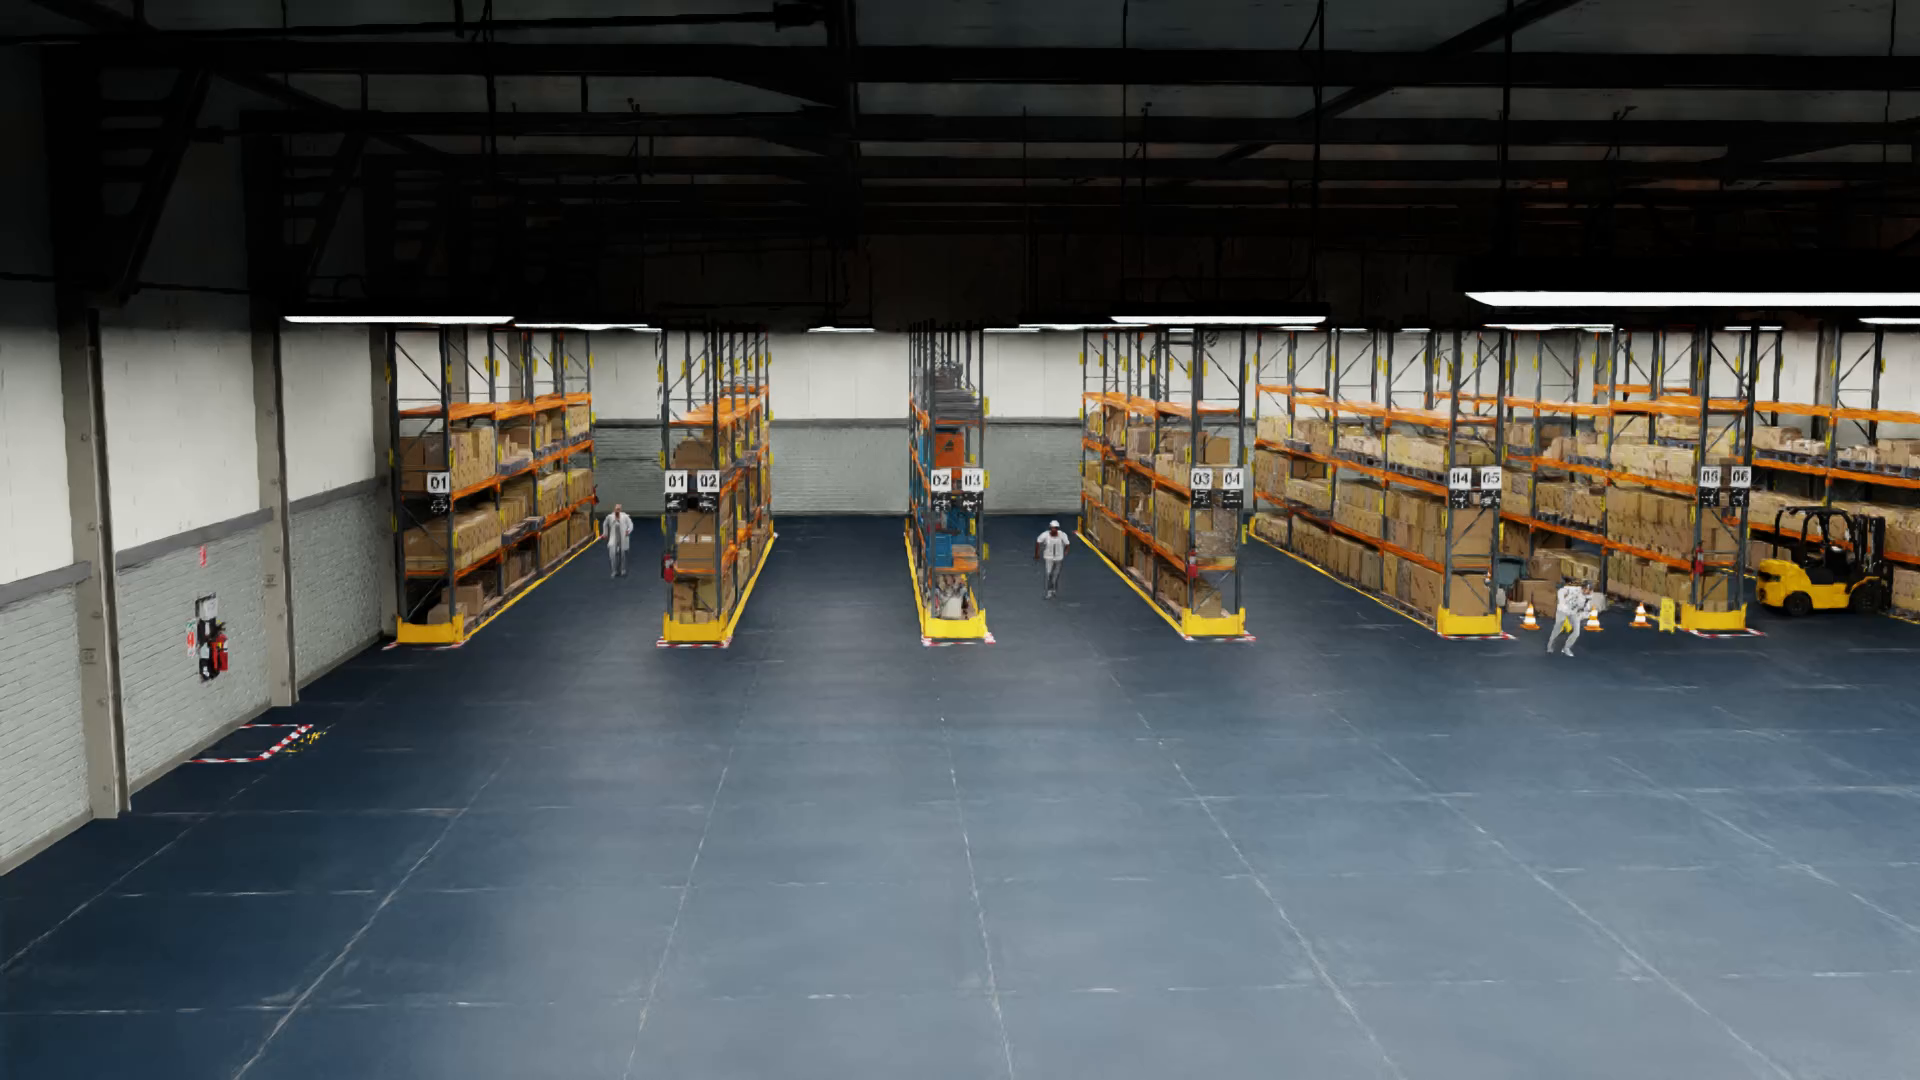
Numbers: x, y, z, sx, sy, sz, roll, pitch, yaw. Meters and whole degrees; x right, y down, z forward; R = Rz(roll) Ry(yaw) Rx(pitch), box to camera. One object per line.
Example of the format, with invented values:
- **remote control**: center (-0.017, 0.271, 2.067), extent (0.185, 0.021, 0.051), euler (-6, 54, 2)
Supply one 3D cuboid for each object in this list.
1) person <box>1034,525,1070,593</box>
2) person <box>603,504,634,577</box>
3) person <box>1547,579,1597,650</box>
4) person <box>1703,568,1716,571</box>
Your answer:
- **person**: center (2.032, 0.374, 36.382), extent (0.743, 1.602, 0.834), euler (-1, 7, -8)
- **person**: center (-8.147, -0.020, 39.608), extent (0.727, 1.721, 0.871), euler (-1, 7, -8)
- **person**: center (11.014, 1.324, 29.846), extent (0.605, 1.343, 0.898), euler (-1, 7, -10)
- **person**: center (16.179, 0.406, 35.867), extent (0.430, 1.674, 0.576), euler (5, 8, 33)
